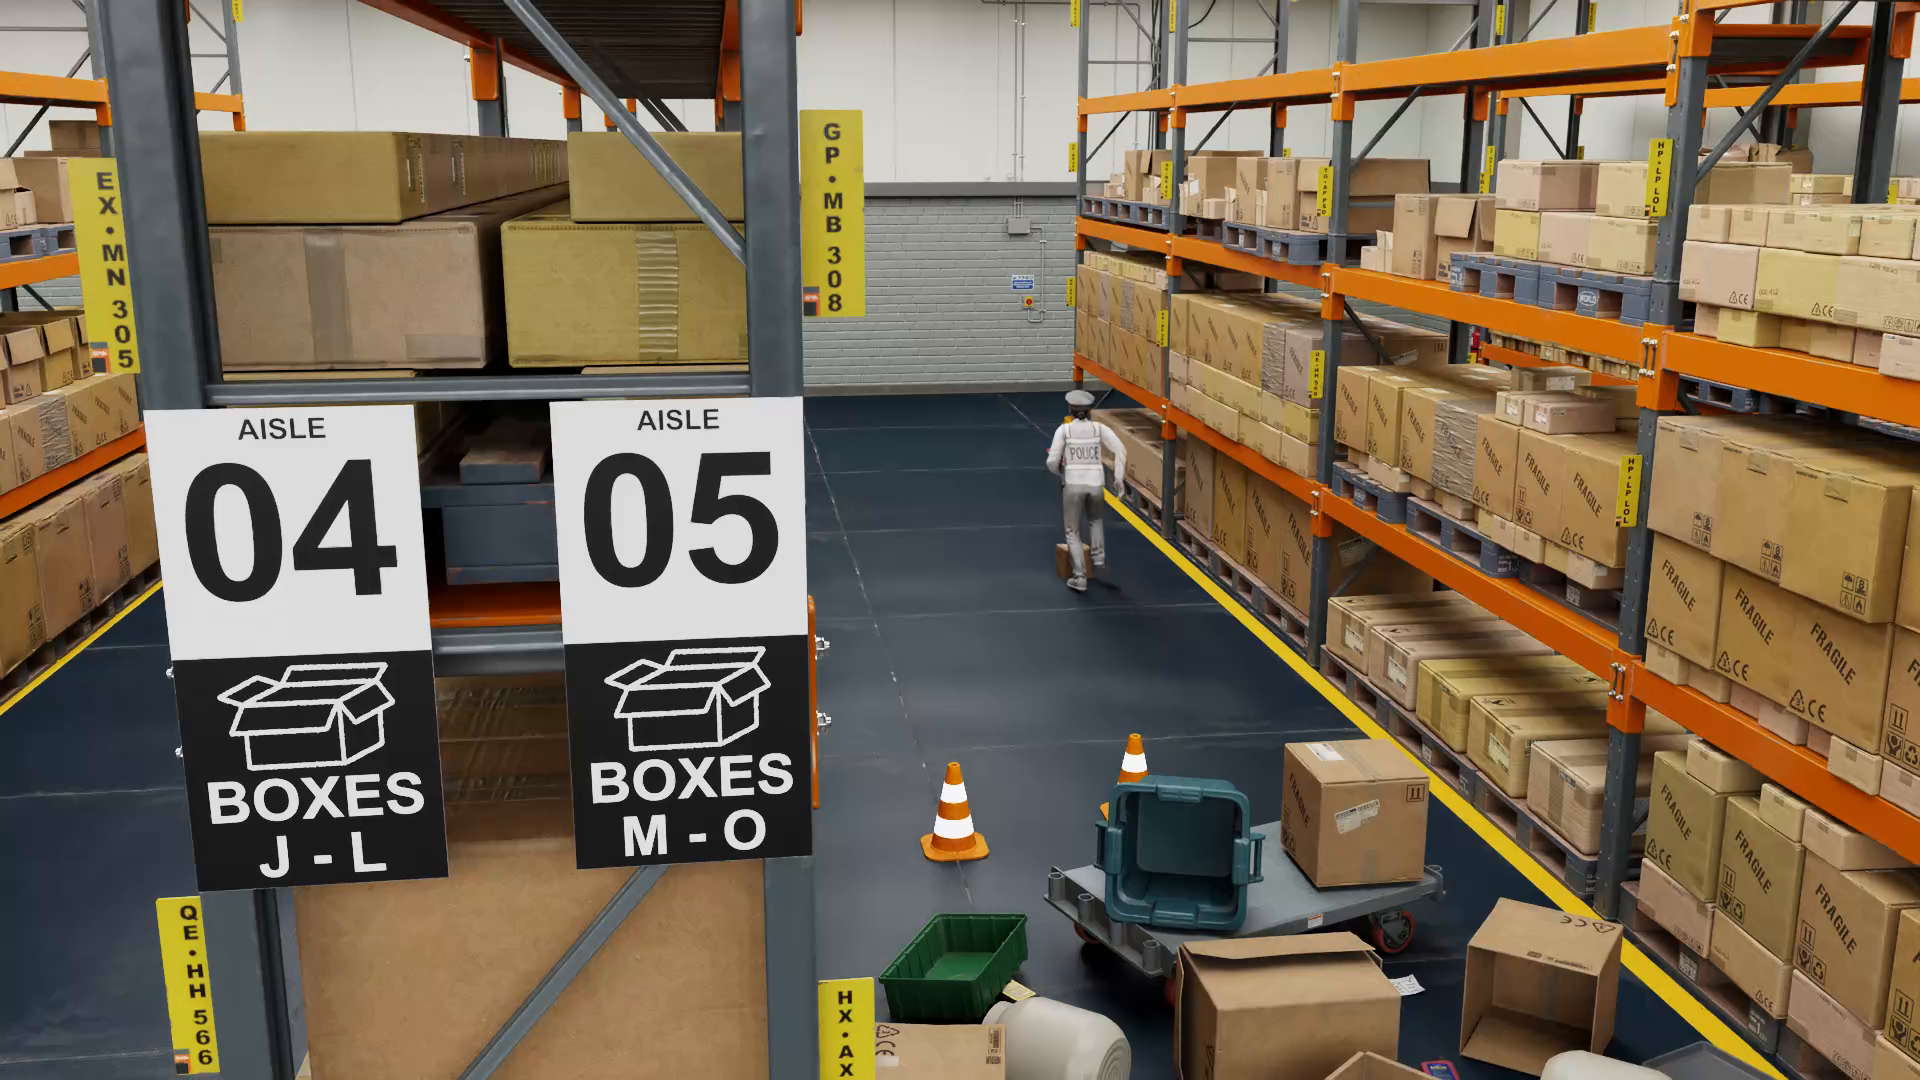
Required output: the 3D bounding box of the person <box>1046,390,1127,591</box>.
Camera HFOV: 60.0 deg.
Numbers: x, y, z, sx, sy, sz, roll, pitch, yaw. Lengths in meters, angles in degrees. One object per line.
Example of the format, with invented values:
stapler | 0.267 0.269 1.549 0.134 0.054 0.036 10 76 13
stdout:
person | 1.045 -0.434 13.937 0.639 1.602 0.739 -3 14 -13
